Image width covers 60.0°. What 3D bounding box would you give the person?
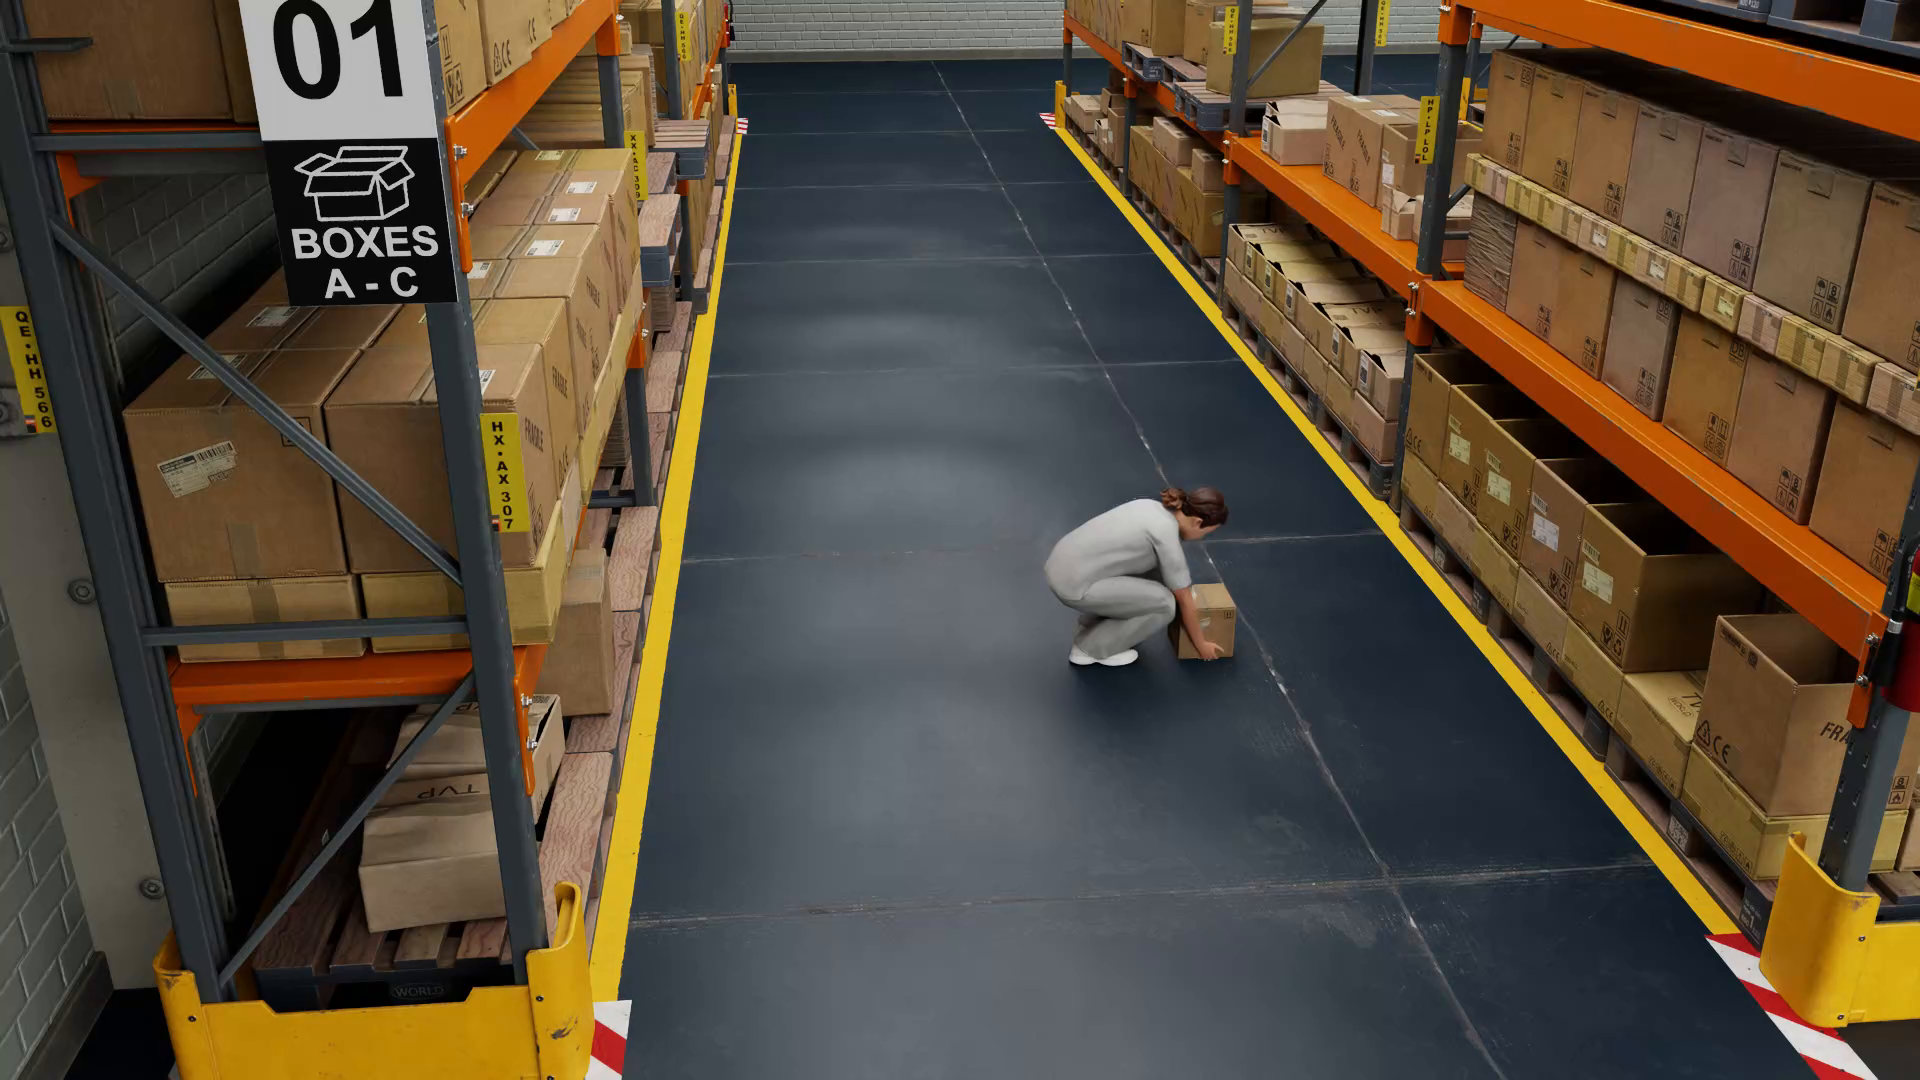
[{"bbox_3d":[0.785,0.166,7.418,0.819,0.812,0.466,-2,24,-5],"label":"person"}]
